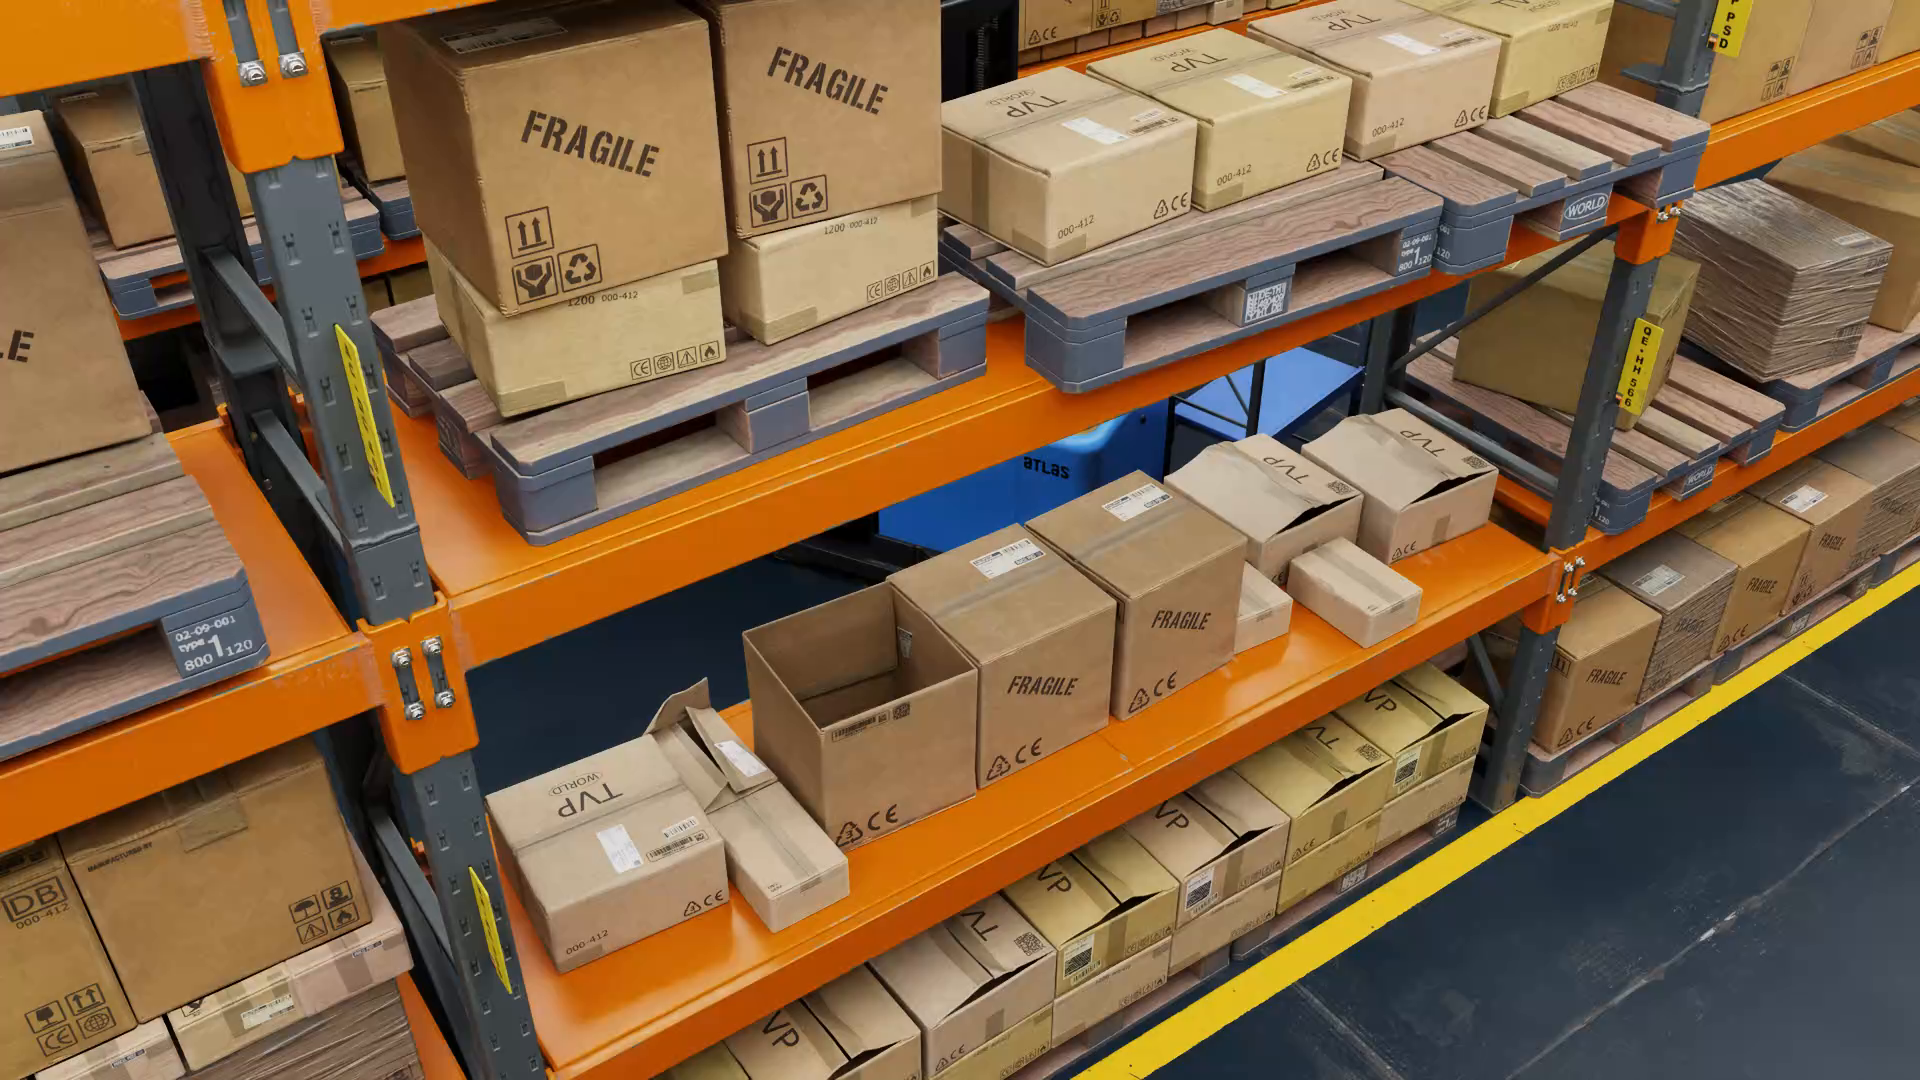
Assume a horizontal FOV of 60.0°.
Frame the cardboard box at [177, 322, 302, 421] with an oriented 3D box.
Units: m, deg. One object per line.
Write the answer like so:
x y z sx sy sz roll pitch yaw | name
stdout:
-3.622 -0.799 8.556 0.500 0.500 0.700 -21 41 -26 | cardboard box

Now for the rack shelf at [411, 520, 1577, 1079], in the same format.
0.278 0.602 5.459 4.000 0.370 1.077 -22 41 -28 | rack shelf

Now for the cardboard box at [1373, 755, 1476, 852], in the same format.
1.623 0.877 6.457 0.500 0.250 0.500 -21 41 -27 | cardboard box

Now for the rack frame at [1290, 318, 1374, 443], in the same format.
1.843 -1.043 8.415 0.500 1.500 0.032 27 44 32 | rack frame

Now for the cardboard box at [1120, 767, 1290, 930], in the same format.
0.791 0.996 5.811 0.500 0.311 0.500 -23 41 -28 | cardboard box

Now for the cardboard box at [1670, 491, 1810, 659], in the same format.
3.287 0.112 7.289 0.500 0.500 0.500 -23 42 -28 | cardboard box

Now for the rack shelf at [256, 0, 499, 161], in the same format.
0.278 -1.671 3.825 4.000 0.370 1.077 -22 41 -28 | rack shelf

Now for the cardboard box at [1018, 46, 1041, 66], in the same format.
0.277 -2.996 10.045 0.250 0.149 0.380 -21 41 -27 | cardboard box

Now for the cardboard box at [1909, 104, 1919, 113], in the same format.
4.666 -1.866 7.831 0.700 0.500 0.500 22 41 28 | cardboard box

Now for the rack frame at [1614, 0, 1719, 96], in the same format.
1.912 -2.798 4.433 0.127 3.000 1.000 -22 41 -28 | rack frame

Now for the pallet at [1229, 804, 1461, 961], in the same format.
1.217 1.028 6.640 1.213 0.211 1.003 -22 41 -28 | pallet

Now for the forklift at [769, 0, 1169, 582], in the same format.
-0.561 -1.349 7.616 3.031 2.935 1.130 16 39 21 | forklift

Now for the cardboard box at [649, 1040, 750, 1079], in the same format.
-0.876 1.681 4.859 0.500 0.311 0.500 -22 41 -28 | cardboard box

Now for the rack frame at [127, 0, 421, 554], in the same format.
-1.357 -1.452 2.562 0.127 3.000 1.000 -22 41 -28 | rack frame

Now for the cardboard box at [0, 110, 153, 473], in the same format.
-1.921 -0.459 3.185 0.500 0.500 0.500 -19 40 -24 | cardboard box

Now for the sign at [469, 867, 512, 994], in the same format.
-1.036 0.864 3.671 0.005 0.325 0.100 -22 41 -28 | sign

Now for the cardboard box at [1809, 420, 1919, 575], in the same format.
4.125 -0.238 7.776 0.500 0.500 0.500 -22 41 -27 | cardboard box

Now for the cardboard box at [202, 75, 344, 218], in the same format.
-3.317 -1.938 7.914 0.500 0.500 0.700 -18 39 -23 | cardboard box

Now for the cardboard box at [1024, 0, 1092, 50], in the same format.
0.440 -3.274 9.876 0.500 0.500 0.500 -23 41 -28 | cardboard box

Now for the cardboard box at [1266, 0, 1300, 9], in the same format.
2.019 -3.632 10.929 0.250 0.149 0.380 -22 41 -27 | cardboard box

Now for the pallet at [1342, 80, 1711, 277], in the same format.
1.409 -1.232 4.987 1.003 0.211 1.213 -20 40 -26 | pallet

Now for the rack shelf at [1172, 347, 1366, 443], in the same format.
1.509 -0.673 8.209 0.538 0.185 1.000 27 44 32 | rack shelf

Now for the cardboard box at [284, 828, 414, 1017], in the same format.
-1.456 0.873 3.826 0.250 0.149 0.380 -22 41 -28 | cardboard box

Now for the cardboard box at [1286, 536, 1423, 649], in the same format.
1.337 0.174 5.654 0.250 0.149 0.380 -22 41 -28 | cardboard box

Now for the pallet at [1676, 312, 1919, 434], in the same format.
3.499 -0.941 7.153 1.213 0.211 1.003 -22 41 -28 | pallet

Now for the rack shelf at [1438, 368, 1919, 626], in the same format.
3.547 -0.743 7.330 4.000 0.370 1.077 -22 41 -28 | rack shelf

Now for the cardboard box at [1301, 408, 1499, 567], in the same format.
1.590 -0.225 6.070 0.500 0.311 0.500 -20 40 -25 | cardboard box

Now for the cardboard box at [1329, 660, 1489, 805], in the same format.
1.626 0.650 6.293 0.500 0.311 0.500 -21 41 -27 | cardboard box

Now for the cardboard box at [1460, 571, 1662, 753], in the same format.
2.449 0.457 6.809 0.500 0.500 0.500 -21 41 -26 | cardboard box

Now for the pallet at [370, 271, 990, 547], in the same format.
-0.644 -0.460 3.915 1.217 0.209 0.805 -24 42 -30 | pallet

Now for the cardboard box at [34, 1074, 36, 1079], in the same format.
-2.144 1.275 3.822 0.500 0.500 0.700 -23 42 -28 | cardboard box

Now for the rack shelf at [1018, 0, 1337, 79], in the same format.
0.691 -3.106 10.616 4.000 0.370 1.077 -22 41 -28 | rack shelf

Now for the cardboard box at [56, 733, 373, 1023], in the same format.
-1.716 0.568 3.694 0.500 0.500 0.700 -22 41 -28 | cardboard box

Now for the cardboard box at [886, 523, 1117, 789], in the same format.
0.120 0.346 5.114 0.500 0.500 0.500 -22 41 -28 | cardboard box

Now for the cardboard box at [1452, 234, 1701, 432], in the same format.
2.362 -0.839 6.402 0.700 0.500 0.500 23 41 28 | cardboard box

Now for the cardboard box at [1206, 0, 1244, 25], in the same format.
1.600 -3.449 10.675 0.250 0.149 0.380 -22 41 -28 | cardboard box

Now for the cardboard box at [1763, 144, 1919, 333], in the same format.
3.774 -1.295 7.036 0.700 0.500 0.500 26 43 32 | cardboard box

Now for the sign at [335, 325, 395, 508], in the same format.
-1.036 -0.212 2.897 0.005 0.325 0.100 -22 41 -28 | sign

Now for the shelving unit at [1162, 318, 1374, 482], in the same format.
1.509 -0.819 8.104 0.538 1.500 1.048 27 44 32 | shelving unit

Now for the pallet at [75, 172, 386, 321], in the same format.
-3.505 -1.490 7.916 1.213 0.211 1.003 -22 41 -28 | pallet

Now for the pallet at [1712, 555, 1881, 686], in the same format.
3.541 0.129 7.890 1.213 0.211 1.003 -22 41 -28 | pallet

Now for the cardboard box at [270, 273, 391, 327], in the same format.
-3.264 -1.253 8.546 0.500 0.250 0.500 -23 42 -29 | cardboard box

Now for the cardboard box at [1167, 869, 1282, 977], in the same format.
0.791 1.220 5.980 0.500 0.250 0.500 -21 41 -27 | cardboard box

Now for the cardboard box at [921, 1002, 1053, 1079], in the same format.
-0.044 1.565 5.501 0.500 0.250 0.500 -24 42 -29 | cardboard box

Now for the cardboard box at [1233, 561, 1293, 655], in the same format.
0.903 0.195 5.624 0.250 0.149 0.380 -19 40 -25 | cardboard box

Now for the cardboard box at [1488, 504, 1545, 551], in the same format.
2.542 0.047 7.379 0.500 0.500 0.500 -21 41 -26 | cardboard box

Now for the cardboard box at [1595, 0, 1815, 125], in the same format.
2.250 -1.783 5.506 0.500 0.500 0.910 -22 41 -28 | cardboard box

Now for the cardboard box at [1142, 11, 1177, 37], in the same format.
1.148 -3.322 10.497 0.250 0.149 0.380 -24 42 -29 | cardboard box

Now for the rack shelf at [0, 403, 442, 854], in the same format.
-2.992 0.730 2.713 4.000 0.370 1.077 -22 41 -28 | rack shelf

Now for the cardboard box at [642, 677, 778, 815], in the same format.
-0.744 0.654 4.886 0.258 0.266 0.396 -23 42 -29 | cardboard box

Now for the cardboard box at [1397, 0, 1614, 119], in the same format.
1.574 -1.510 4.981 0.500 0.250 0.500 -26 43 -31 | cardboard box

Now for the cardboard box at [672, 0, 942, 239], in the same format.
-0.378 -1.040 3.684 0.500 0.500 0.500 -18 40 -24 | cardboard box

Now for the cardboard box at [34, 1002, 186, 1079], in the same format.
-1.872 1.044 3.588 0.250 0.149 0.380 -24 42 -29 | cardboard box

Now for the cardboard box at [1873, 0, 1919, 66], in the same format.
3.092 -2.130 5.988 0.500 0.500 0.910 -22 41 -28 | cardboard box

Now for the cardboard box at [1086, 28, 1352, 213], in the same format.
0.682 -1.138 4.463 0.500 0.250 0.500 -23 42 -29 | cardboard box

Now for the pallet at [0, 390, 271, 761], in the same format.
-2.039 0.101 3.048 1.213 0.211 1.003 -22 41 -28 | pallet

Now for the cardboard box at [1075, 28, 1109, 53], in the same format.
0.706 -3.153 10.263 0.250 0.149 0.380 -22 41 -28 | cardboard box

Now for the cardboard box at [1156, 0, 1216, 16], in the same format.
1.266 -3.623 10.361 0.500 0.500 0.500 -22 41 -28 | cardboard box

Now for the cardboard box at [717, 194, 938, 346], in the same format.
-0.401 -0.733 3.900 0.500 0.250 0.500 -27 44 -32 | cardboard box

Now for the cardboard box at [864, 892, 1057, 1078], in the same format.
-0.041 1.341 5.332 0.500 0.311 0.500 -24 42 -29 | cardboard box
